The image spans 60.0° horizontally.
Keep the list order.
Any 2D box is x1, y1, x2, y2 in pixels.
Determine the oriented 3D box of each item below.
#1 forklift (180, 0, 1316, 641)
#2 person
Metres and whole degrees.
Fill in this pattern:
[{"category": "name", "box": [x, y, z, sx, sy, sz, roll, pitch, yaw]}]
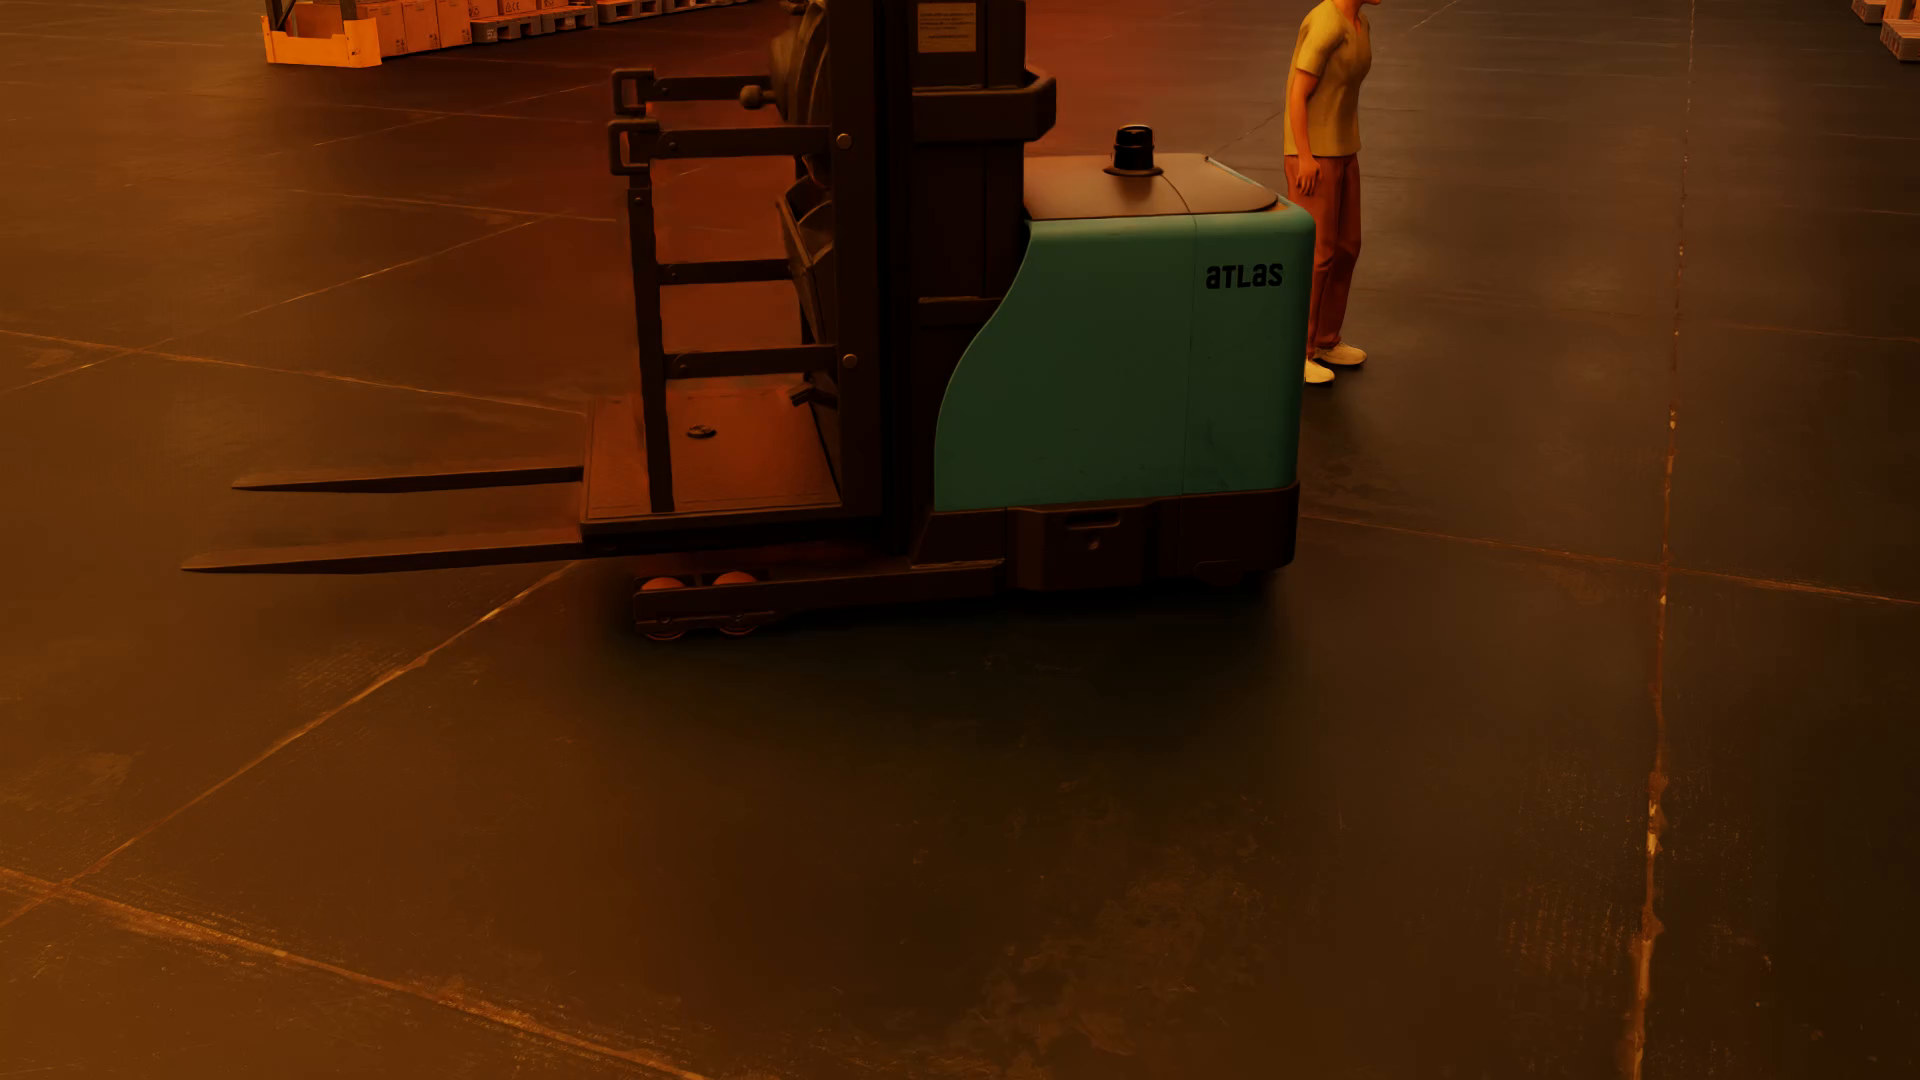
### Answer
[{"category": "forklift", "box": [-0.606, -1.303, 4.410, 3.031, 2.935, 1.130, -4, 23, -10]}, {"category": "person", "box": [1.443, -1.482, 6.473, 0.360, 1.671, 0.507, 15, 27, 31]}]
